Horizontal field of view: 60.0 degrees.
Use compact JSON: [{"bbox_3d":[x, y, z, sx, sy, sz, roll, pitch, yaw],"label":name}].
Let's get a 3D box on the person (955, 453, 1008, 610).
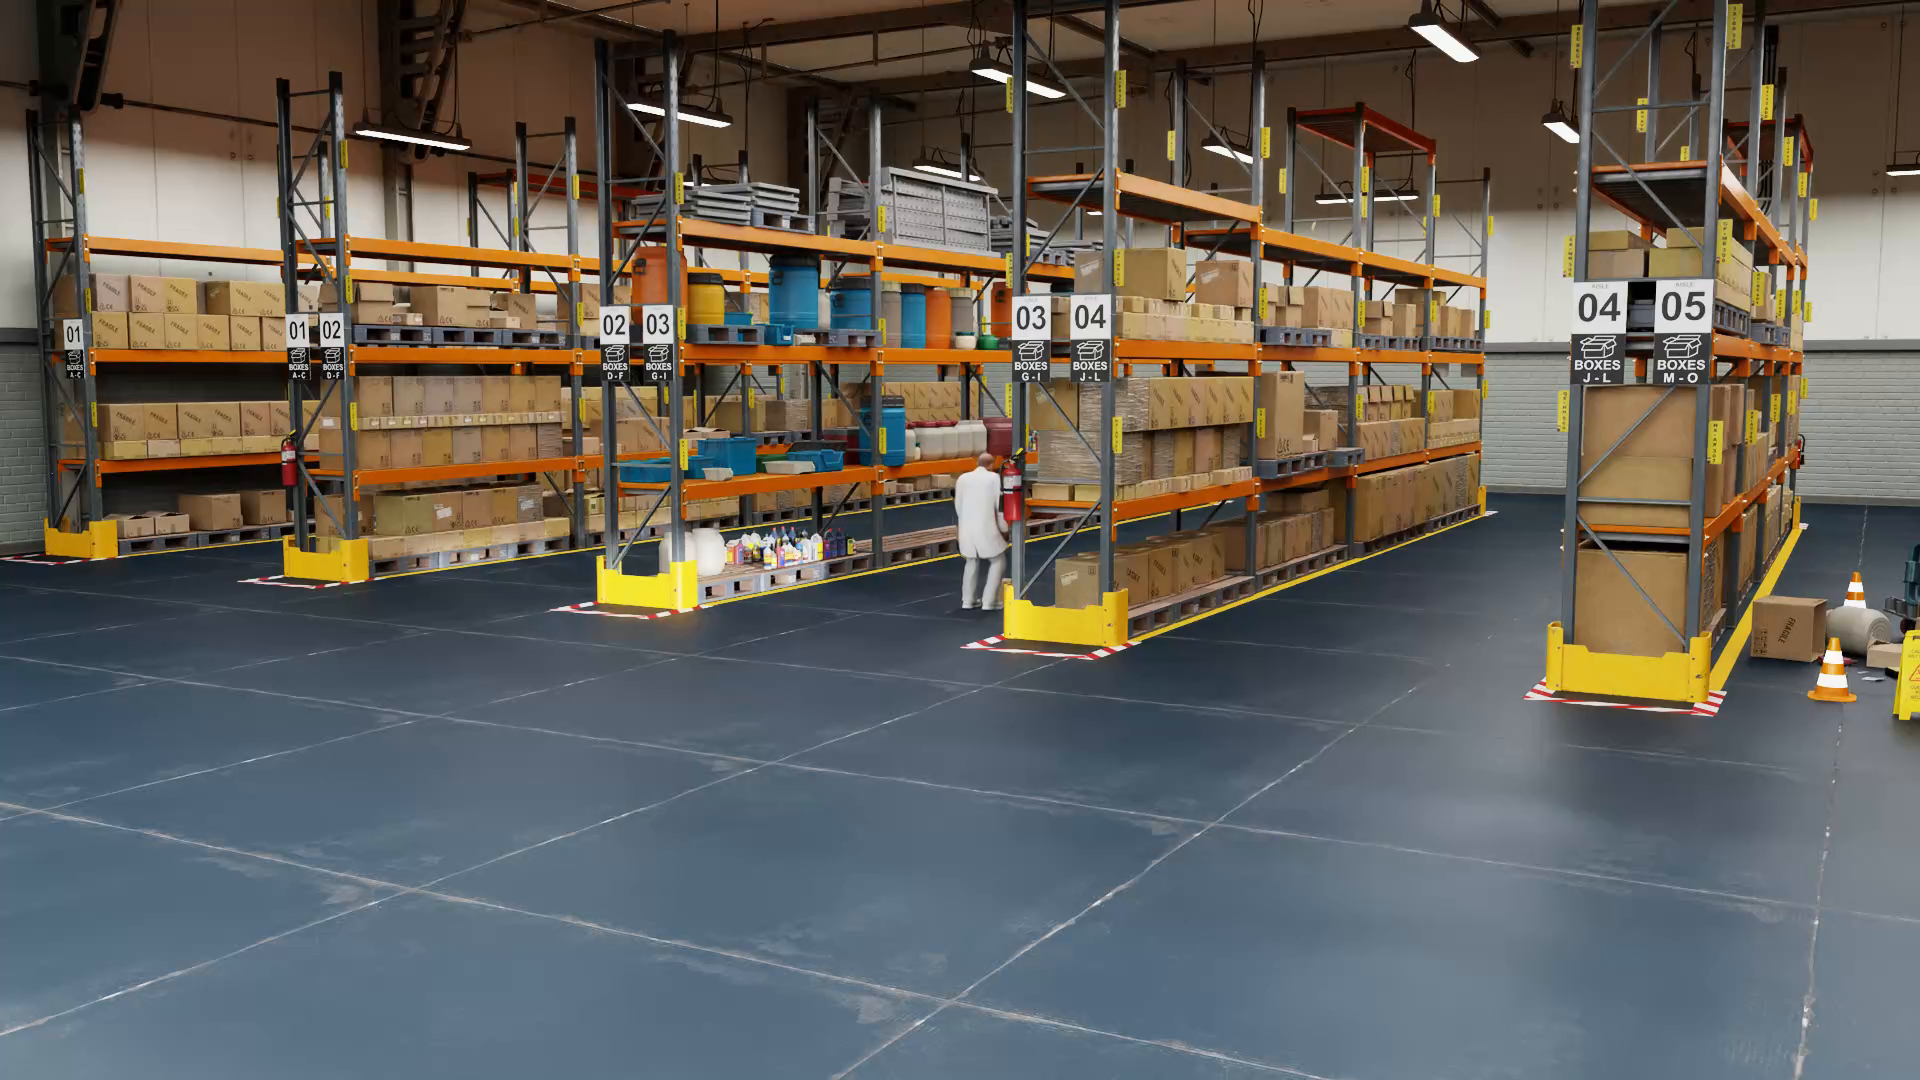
[{"bbox_3d":[0.212,-0.086,17.636,0.611,1.644,0.523,3,7,30],"label":"person"}]
